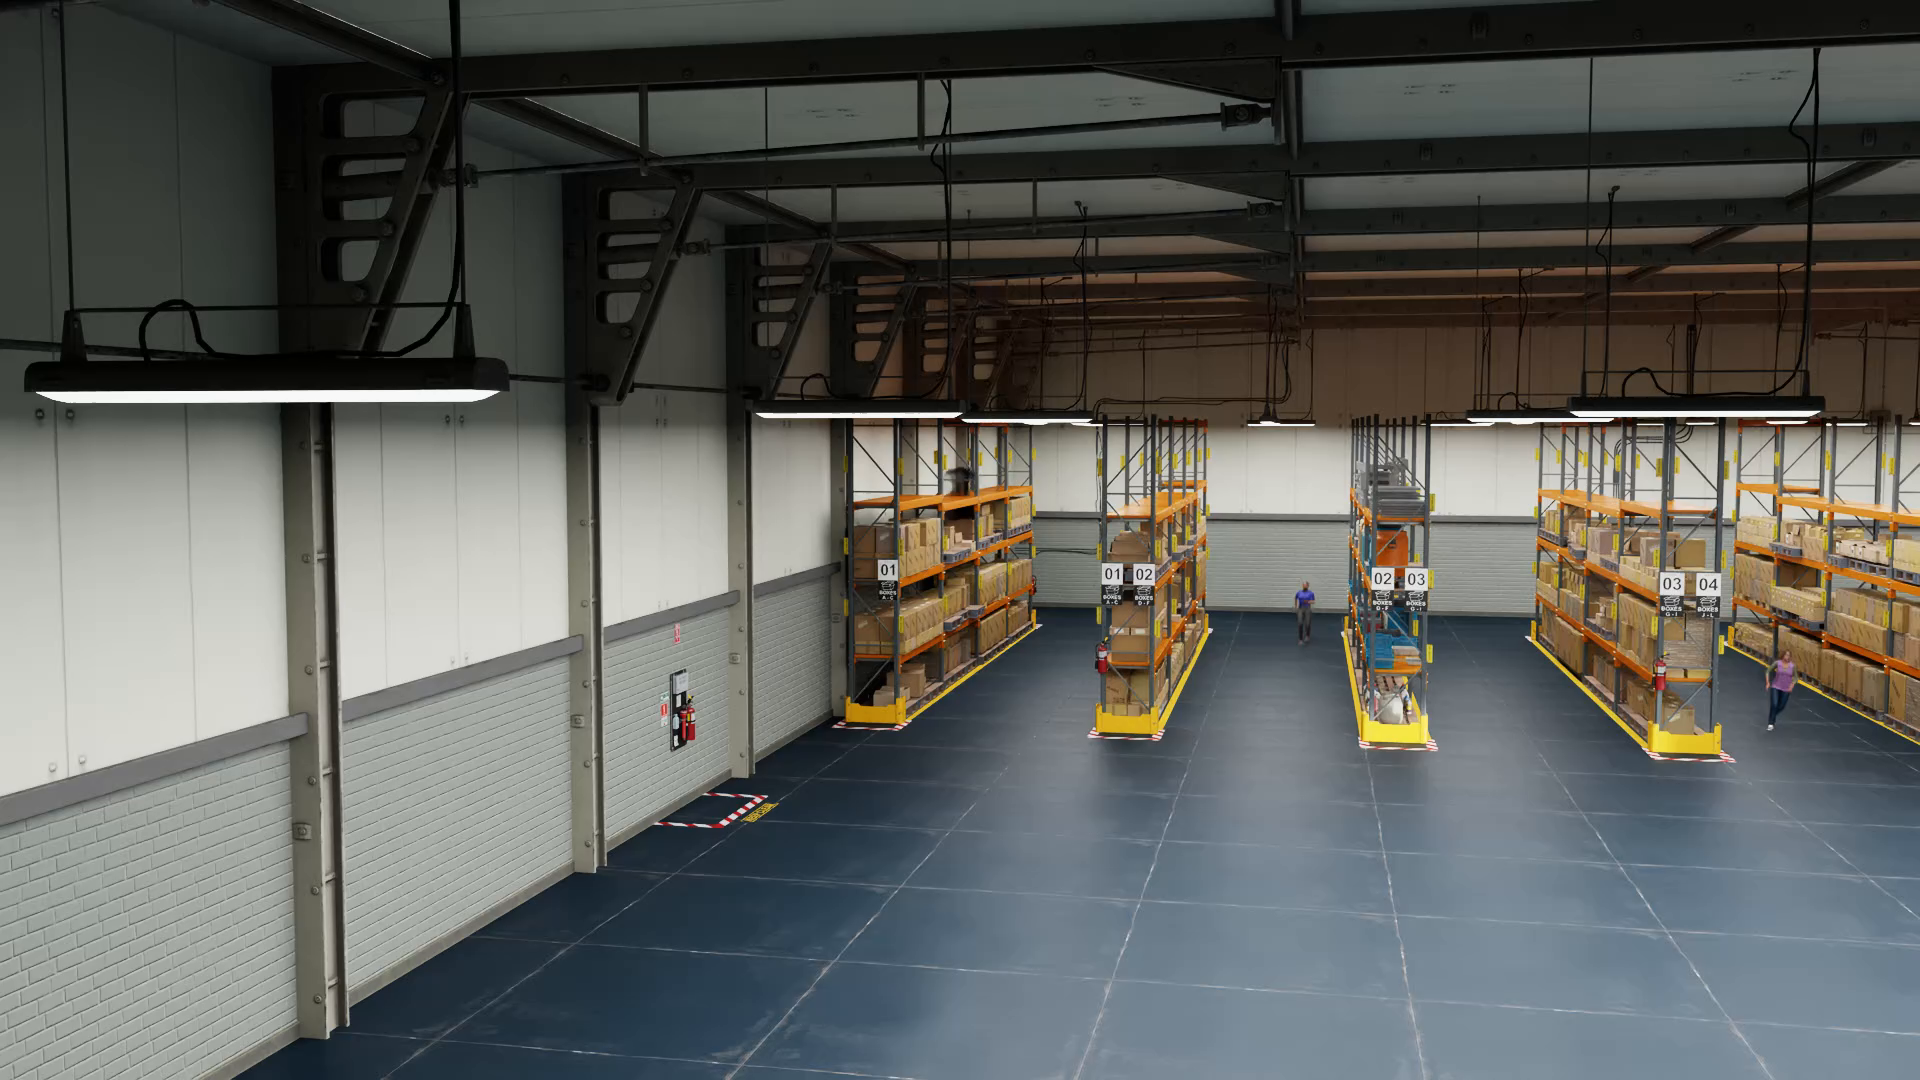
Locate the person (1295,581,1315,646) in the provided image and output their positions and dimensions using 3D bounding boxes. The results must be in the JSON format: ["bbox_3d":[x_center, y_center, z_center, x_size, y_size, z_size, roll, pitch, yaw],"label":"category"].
[{"bbox_3d":[9.179,1.941,44.278,0.556,1.655,0.900,1,4,14],"label":"person"}]

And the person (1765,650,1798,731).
[{"bbox_3d":[15.662,2.845,31.720,0.577,1.543,0.647,1,4,19],"label":"person"}]
